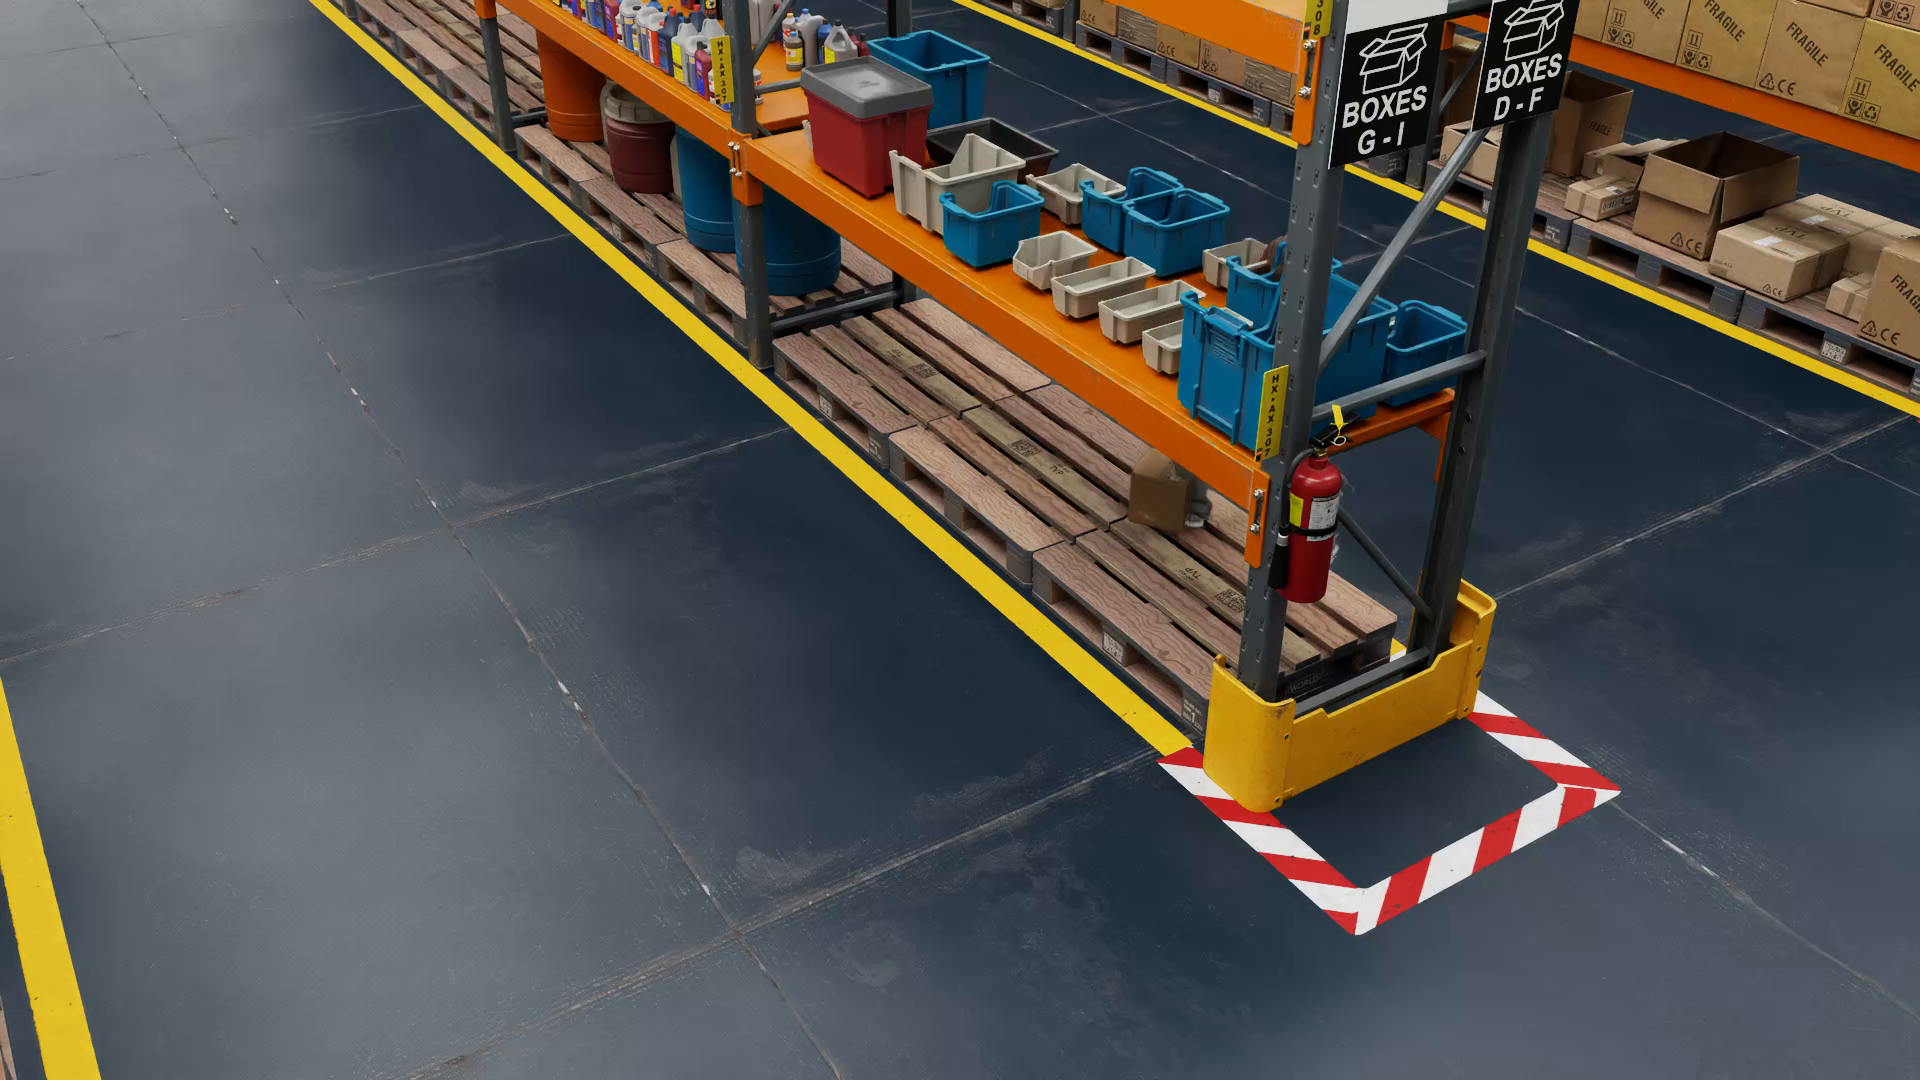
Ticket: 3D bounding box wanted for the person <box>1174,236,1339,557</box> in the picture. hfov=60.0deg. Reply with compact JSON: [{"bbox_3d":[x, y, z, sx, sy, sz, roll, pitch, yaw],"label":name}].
[{"bbox_3d":[1.228,-0.560,6.964,0.838,1.474,0.442,0,33,-1],"label":"person"}]
